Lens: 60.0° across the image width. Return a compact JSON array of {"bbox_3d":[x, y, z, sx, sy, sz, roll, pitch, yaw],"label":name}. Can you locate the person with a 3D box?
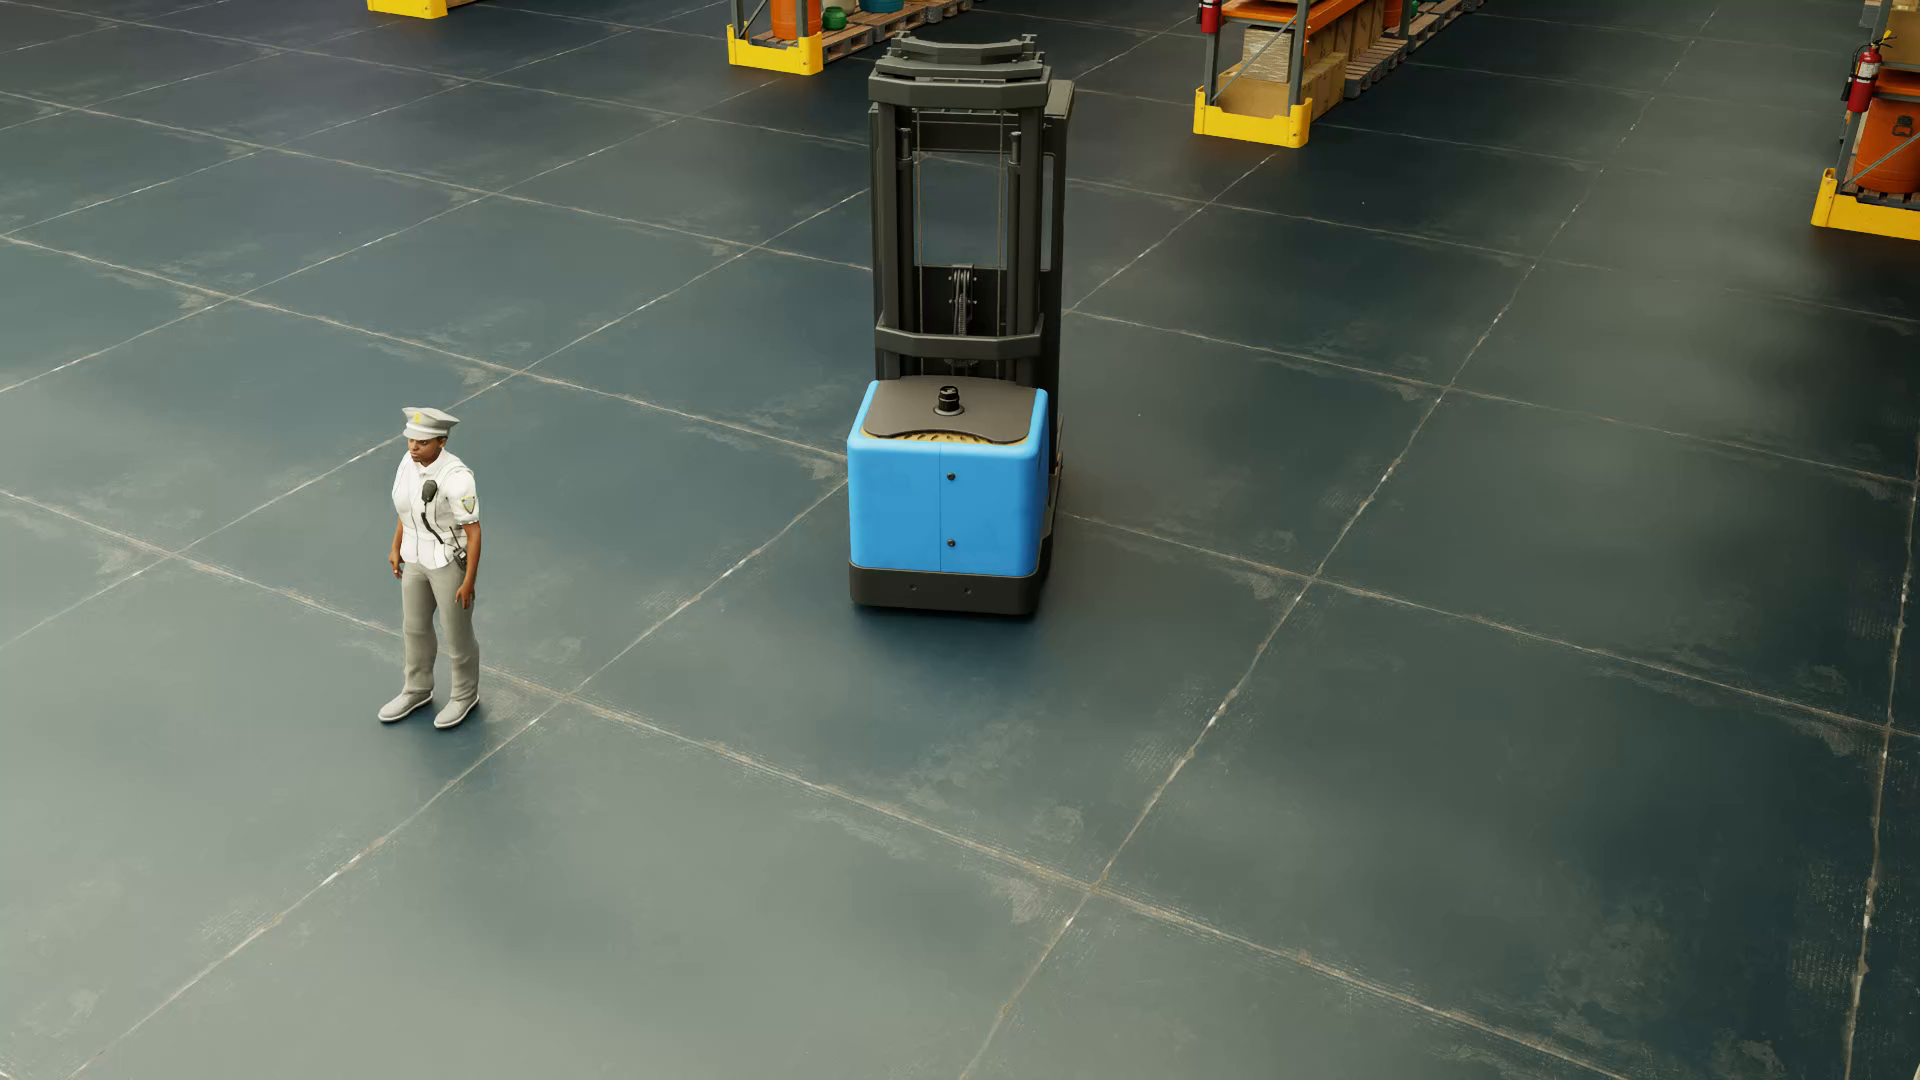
[{"bbox_3d":[-2.586,0.136,8.058,0.569,1.694,0.530,17,34,27],"label":"person"}]

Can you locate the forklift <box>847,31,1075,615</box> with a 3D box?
[{"bbox_3d":[0.072,-1.572,9.794,1.130,2.935,3.031,3,30,6],"label":"forklift"}]
